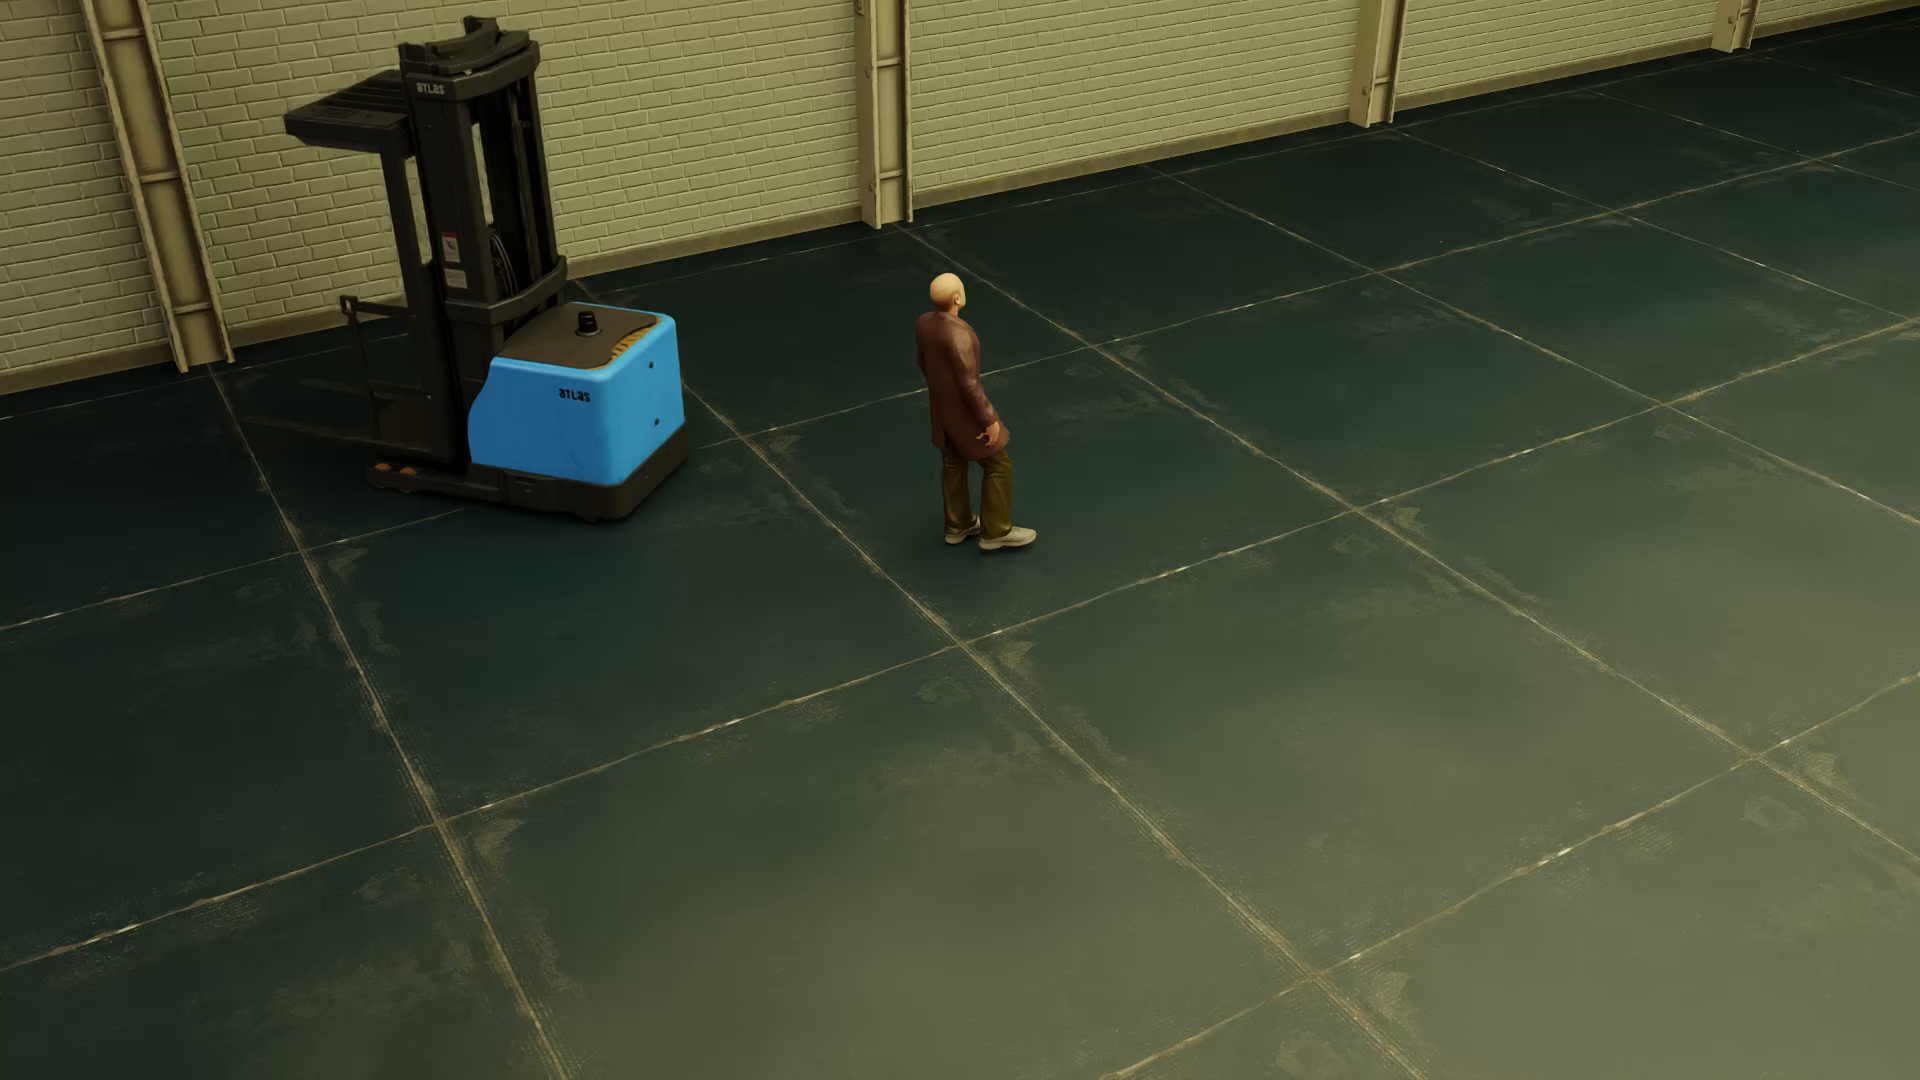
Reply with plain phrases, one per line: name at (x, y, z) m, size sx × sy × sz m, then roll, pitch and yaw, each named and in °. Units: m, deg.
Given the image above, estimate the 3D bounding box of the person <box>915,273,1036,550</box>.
person at (0.081, -0.791, 10.078) m, size 0.580 × 1.777 × 0.696 m, roll -17°, pitch 35°, yaw -26°

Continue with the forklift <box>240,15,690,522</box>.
forklift at (-3.419, -1.814, 10.677) m, size 3.031 × 2.935 × 1.130 m, roll 10°, pitch 32°, yaw 16°
